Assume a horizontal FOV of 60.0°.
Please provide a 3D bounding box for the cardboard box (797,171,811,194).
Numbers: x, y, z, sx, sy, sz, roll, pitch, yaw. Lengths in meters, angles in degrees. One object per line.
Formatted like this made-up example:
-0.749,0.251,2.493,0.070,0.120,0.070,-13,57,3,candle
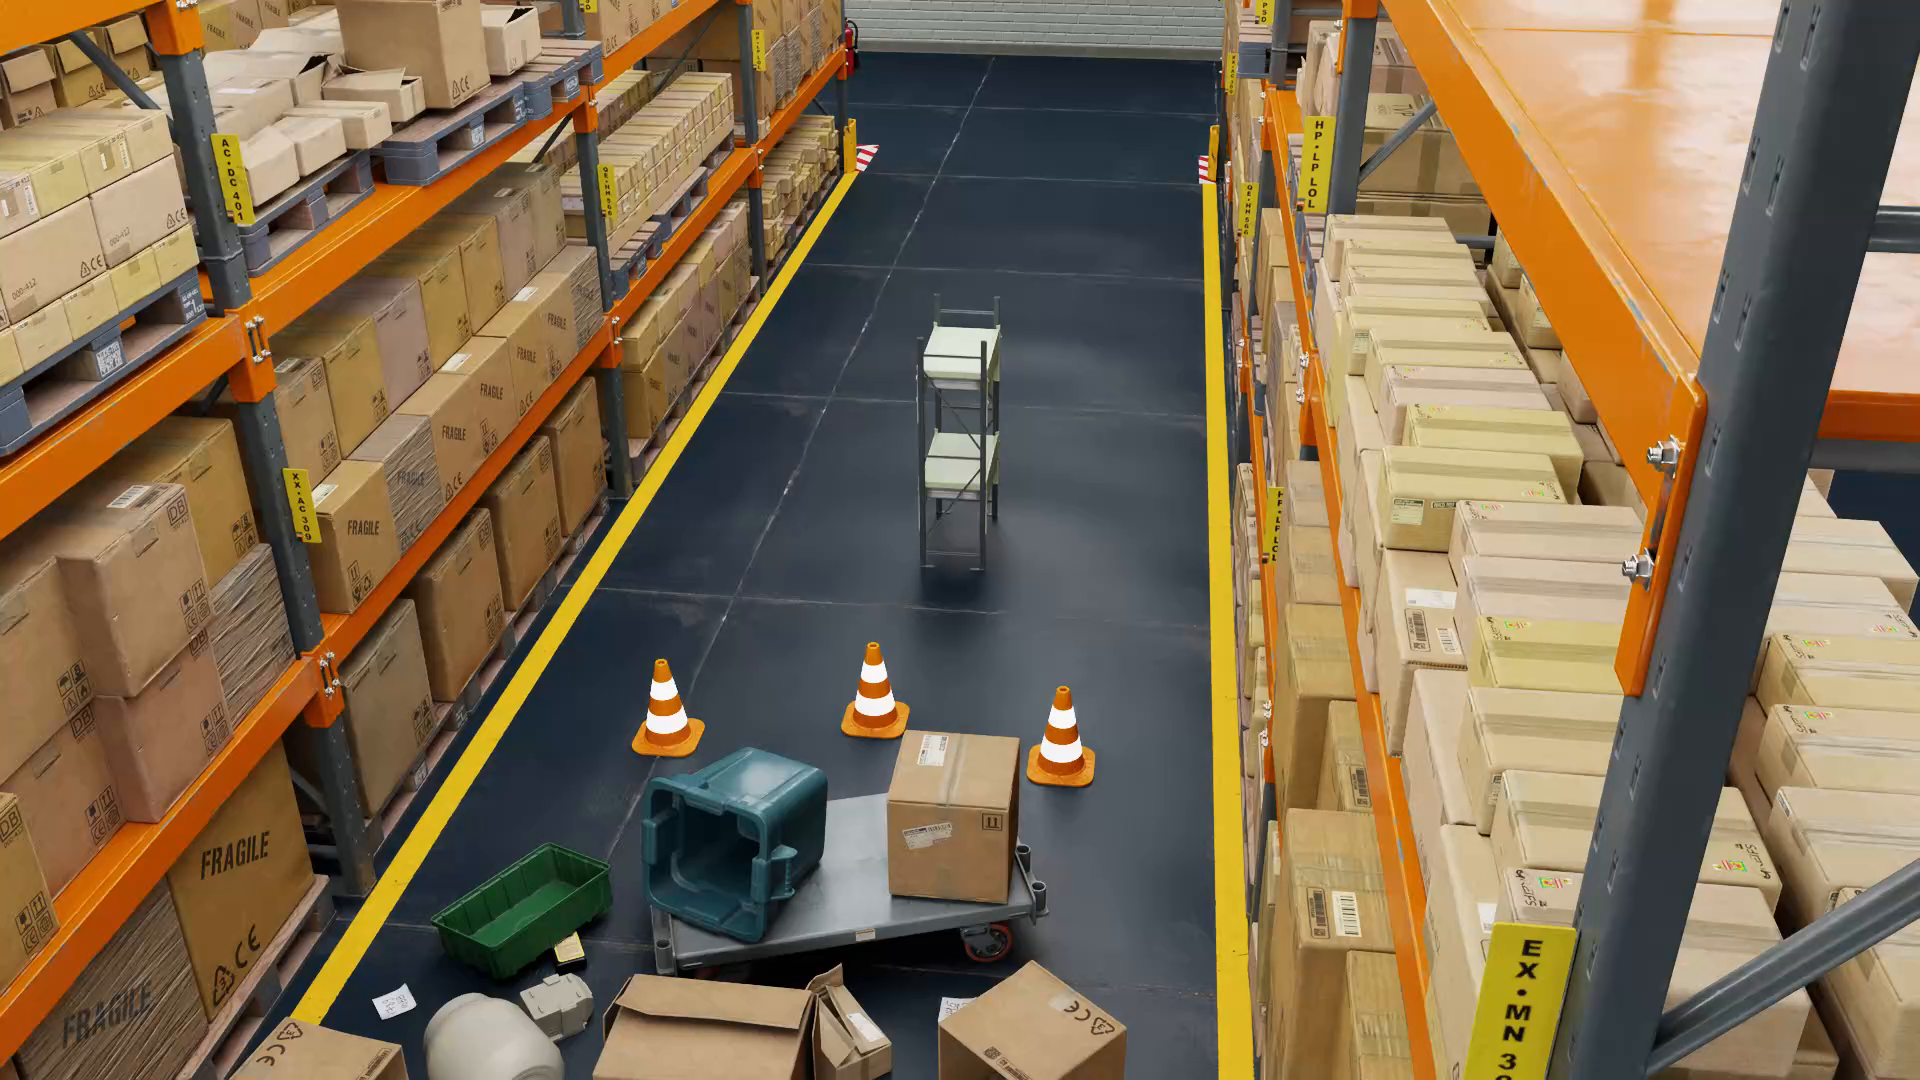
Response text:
-1.655,-3.455,16.042,0.380,0.149,0.250,4,29,7,cardboard box

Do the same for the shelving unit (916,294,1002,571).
-0.001,-0.657,10.181,0.431,1.500,0.755,3,28,6,shelving unit

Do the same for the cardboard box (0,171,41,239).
-2.997,-0.995,4.940,0.380,0.149,0.250,4,29,7,cardboard box

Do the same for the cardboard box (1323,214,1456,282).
1.387,-0.942,5.390,0.380,0.149,0.250,3,28,5,cardboard box

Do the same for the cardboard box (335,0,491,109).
-2.620,-2.393,8.004,0.500,0.500,0.500,3,28,6,cardboard box

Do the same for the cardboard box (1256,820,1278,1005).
1.409,1.447,6.359,0.500,0.500,0.500,5,29,9,cardboard box

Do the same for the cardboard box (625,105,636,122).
-2.761,-3.319,13.049,0.380,0.149,0.250,4,29,7,cardboard box

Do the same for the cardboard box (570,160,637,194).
-2.372,-2.418,11.062,0.380,0.149,0.250,3,28,6,cardboard box

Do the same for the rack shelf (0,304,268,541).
-3.420,0.187,4.628,1.077,0.370,4.000,3,28,6,rack shelf

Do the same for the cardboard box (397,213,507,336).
-2.872,-1.427,8.869,0.700,0.500,0.500,3,28,5,cardboard box

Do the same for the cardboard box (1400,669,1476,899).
1.131,0.494,3.144,0.500,0.250,0.500,3,28,6,cardboard box

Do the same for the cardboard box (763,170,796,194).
-1.751,-3.346,15.525,0.380,0.149,0.250,4,29,7,cardboard box

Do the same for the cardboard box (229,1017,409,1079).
-2.347,2.139,6.042,0.500,0.500,0.500,8,29,15,cardboard box

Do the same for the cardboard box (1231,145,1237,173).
2.414,-3.019,13.141,0.500,0.250,0.500,3,28,5,cardboard box

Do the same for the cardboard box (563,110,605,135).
-2.857,-3.085,12.301,0.380,0.149,0.250,4,29,8,cardboard box

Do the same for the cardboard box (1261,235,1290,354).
1.898,-1.309,8.948,0.500,0.500,0.500,5,29,9,cardboard box

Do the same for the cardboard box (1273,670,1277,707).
1.419,0.505,6.022,0.500,0.500,0.500,3,28,6,cardboard box

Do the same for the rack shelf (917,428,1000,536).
-0.001,-0.370,10.335,0.431,0.370,0.720,3,28,6,rack shelf

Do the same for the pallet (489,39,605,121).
-2.712,-2.565,9.177,1.213,0.211,1.003,5,29,9,pallet

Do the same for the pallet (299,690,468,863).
-3.156,1.109,8.260,1.003,0.211,1.213,3,28,6,pallet

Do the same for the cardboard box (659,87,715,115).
-2.116,-3.404,12.893,0.380,0.149,0.250,2,28,5,cardboard box

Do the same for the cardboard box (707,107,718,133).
-2.112,-3.282,12.980,0.380,0.149,0.250,5,29,8,cardboard box

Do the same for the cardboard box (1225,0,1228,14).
2.878,-5.434,16.306,0.500,0.500,0.500,3,28,5,cardboard box

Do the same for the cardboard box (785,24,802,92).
-1.733,-4.378,15.087,0.500,0.500,0.500,3,28,5,cardboard box

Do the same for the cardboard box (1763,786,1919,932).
1.521,0.536,2.646,0.380,0.149,0.250,3,28,6,cardboard box

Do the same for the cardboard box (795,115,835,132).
-1.518,-4.327,17.347,0.380,0.149,0.250,4,29,7,cardboard box

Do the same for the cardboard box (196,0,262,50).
-6.725,-4.689,15.137,0.500,0.500,0.500,3,28,6,cardboard box

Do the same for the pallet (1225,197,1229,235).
3.048,-2.978,15.847,1.003,0.211,1.213,3,28,6,pallet

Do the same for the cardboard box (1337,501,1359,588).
1.223,0.014,4.456,0.380,0.149,0.250,3,28,5,cardboard box

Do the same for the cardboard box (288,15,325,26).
-6.536,-5.078,16.650,0.500,0.250,0.500,2,28,4,cardboard box

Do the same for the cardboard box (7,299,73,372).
-2.995,-0.639,5.119,0.380,0.149,0.250,3,29,6,cardboard box

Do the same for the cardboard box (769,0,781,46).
-1.850,-4.575,14.398,0.500,0.500,0.500,3,28,5,cardboard box

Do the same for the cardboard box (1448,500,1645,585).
1.268,0.042,3.563,0.380,0.149,0.250,3,28,5,cardboard box

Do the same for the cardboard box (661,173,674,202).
-2.270,-2.531,11.900,0.380,0.149,0.250,4,29,7,cardboard box

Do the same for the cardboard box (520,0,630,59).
-2.351,-3.251,10.147,0.500,0.500,0.500,3,28,6,cardboard box

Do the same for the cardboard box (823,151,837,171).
-1.494,-3.942,17.260,0.380,0.149,0.250,4,29,8,cardboard box

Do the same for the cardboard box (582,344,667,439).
-2.346,-1.036,11.496,0.500,0.500,0.500,2,28,4,cardboard box

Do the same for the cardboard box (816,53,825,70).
-1.556,-4.764,16.486,0.380,0.149,0.250,4,29,8,cardboard box

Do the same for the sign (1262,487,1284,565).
1.198,-0.051,6.253,0.100,0.325,0.005,3,28,6,sign

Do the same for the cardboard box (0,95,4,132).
-7.407,-3.105,11.980,0.797,0.503,0.637,4,29,7,cardboard box

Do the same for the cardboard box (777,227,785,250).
-1.799,-2.724,14.999,0.380,0.149,0.250,4,29,8,cardboard box

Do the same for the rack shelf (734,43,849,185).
-1.950,-4.141,15.825,1.077,0.370,4.000,3,28,6,rack shelf

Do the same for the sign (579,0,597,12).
-2.136,-3.180,9.492,0.100,0.325,0.005,3,28,6,sign

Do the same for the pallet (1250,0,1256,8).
2.400,-3.464,10.845,1.003,0.211,1.213,5,29,9,pallet

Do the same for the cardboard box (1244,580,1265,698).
1.980,0.548,8.690,0.950,0.372,0.625,4,29,8,cardboard box

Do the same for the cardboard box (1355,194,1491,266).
1.677,-1.233,6.222,0.500,0.250,0.500,3,28,5,cardboard box

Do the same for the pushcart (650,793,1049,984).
-0.519,1.535,7.295,1.648,0.377,0.936,-6,29,-11,pushcart

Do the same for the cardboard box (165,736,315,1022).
-3.322,1.292,6.779,0.875,0.875,0.875,4,29,7,cardboard box

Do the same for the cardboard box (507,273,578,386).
-2.537,-1.215,9.530,0.500,0.500,0.500,3,28,6,cardboard box

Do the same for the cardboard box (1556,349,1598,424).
1.815,-0.418,4.418,0.380,0.149,0.250,3,28,5,cardboard box

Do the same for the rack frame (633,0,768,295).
-2.195,-3.516,13.907,1.000,3.000,0.127,3,28,6,rack frame

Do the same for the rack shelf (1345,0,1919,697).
1.505,-0.892,3.472,1.077,0.370,4.000,3,28,6,rack shelf

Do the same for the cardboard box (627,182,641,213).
-2.366,-2.308,11.173,0.380,0.149,0.250,2,28,5,cardboard box

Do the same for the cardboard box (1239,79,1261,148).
2.292,-3.093,11.961,0.500,0.500,0.500,3,28,5,cardboard box
